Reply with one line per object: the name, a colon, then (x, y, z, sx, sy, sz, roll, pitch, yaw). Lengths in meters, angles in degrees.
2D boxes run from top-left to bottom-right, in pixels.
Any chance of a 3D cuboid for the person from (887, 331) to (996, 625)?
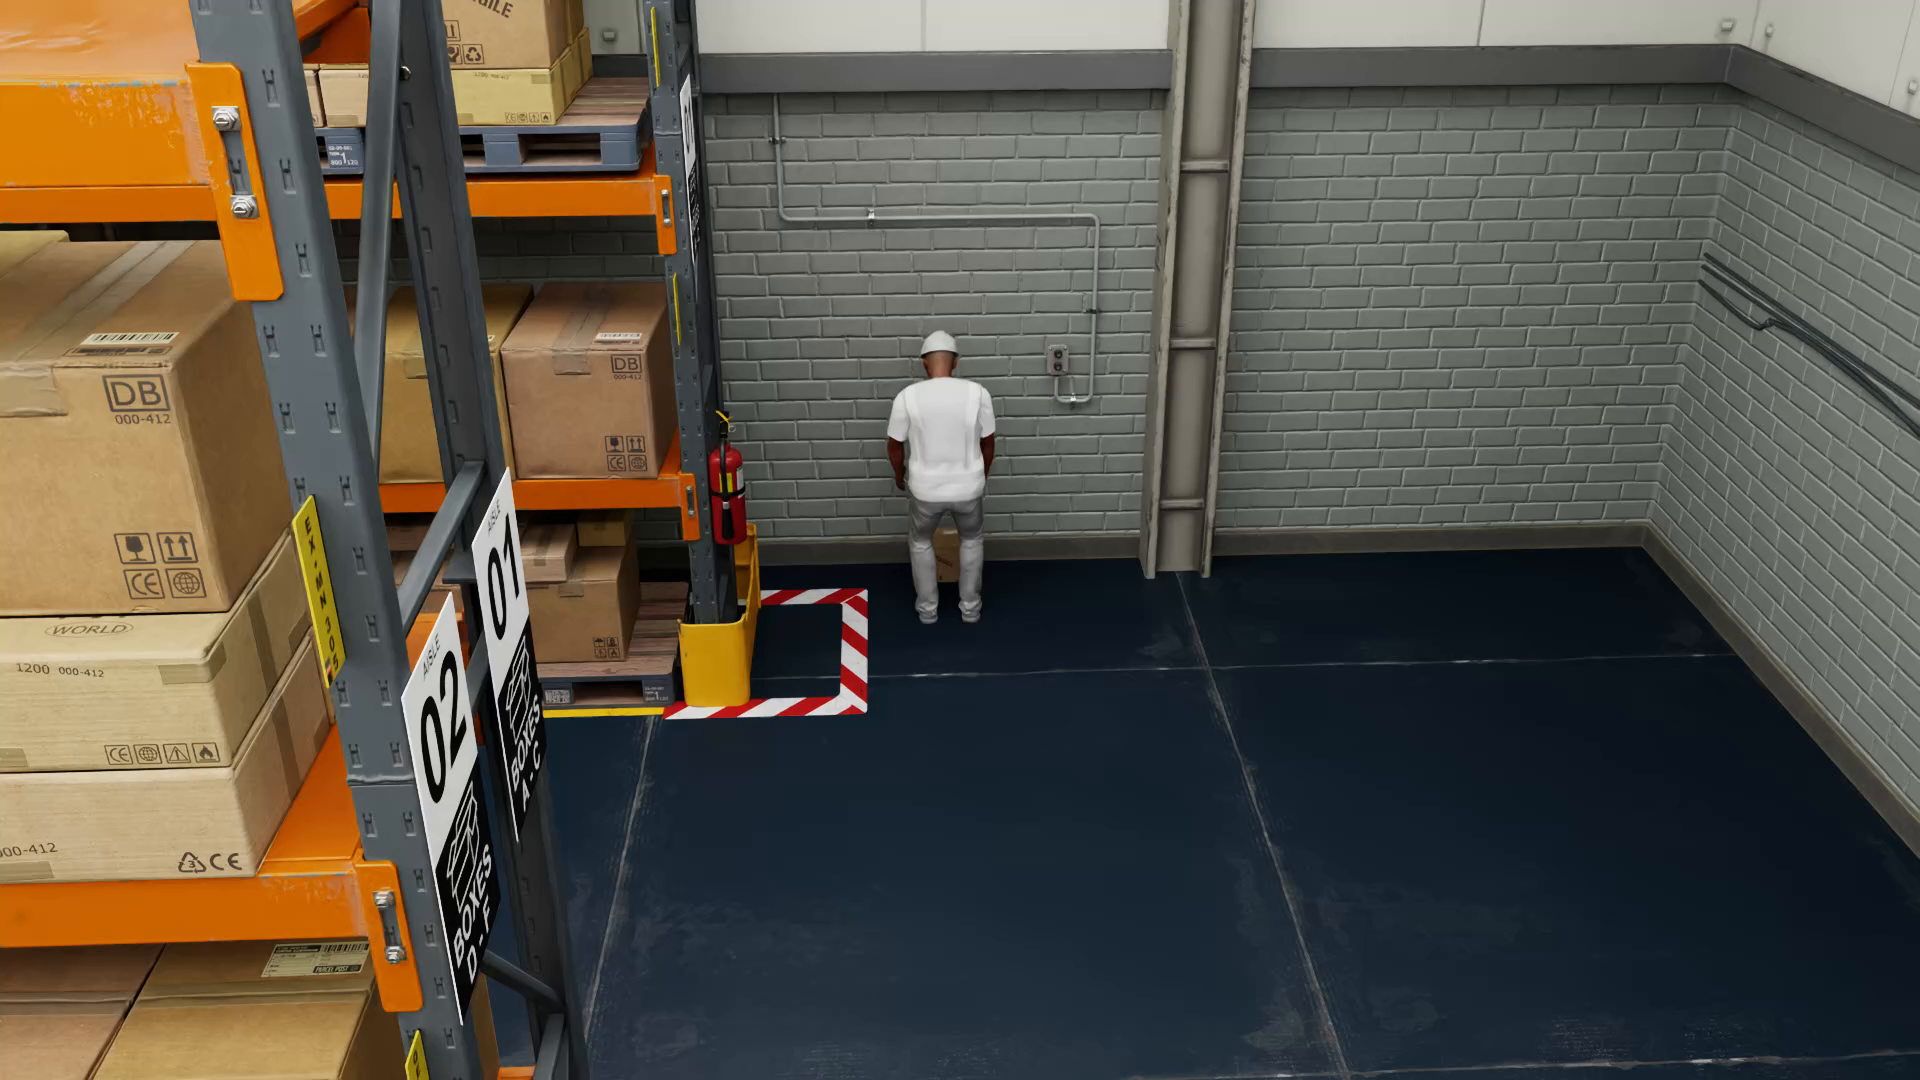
person: (-0.103, -0.332, 9.328, 0.602, 1.682, 0.511, -1, 27, -1)
